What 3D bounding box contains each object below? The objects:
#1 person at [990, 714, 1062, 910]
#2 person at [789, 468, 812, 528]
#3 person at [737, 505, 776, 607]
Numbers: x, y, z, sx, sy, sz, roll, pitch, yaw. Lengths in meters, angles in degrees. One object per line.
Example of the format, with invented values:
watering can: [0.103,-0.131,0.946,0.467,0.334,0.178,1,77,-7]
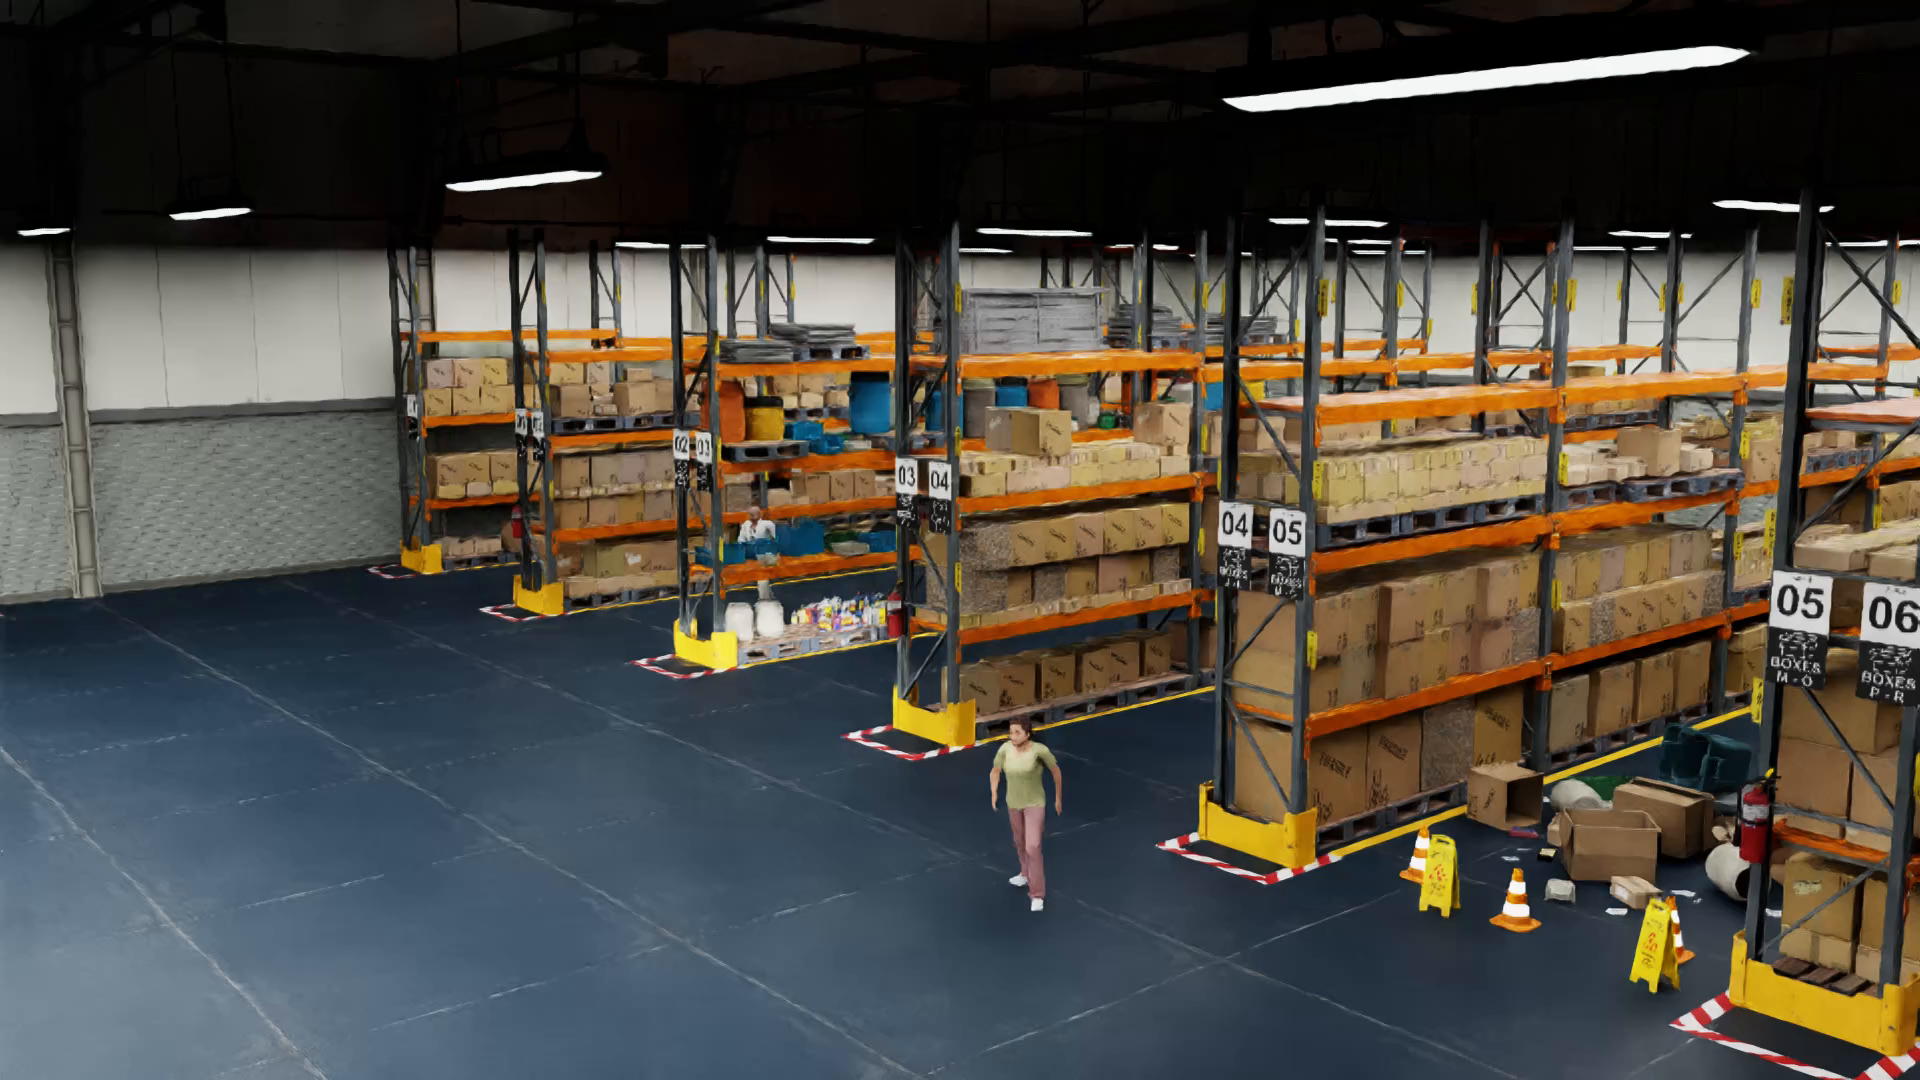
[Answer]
person: [0.580,2.231,14.007,0.626,1.610,0.799,5,10,31]
person: [-3.049,-0.589,31.964,0.549,1.735,0.702,-8,12,-41]
person: [-3.131,0.285,26.243,0.735,1.712,0.905,6,10,33]
